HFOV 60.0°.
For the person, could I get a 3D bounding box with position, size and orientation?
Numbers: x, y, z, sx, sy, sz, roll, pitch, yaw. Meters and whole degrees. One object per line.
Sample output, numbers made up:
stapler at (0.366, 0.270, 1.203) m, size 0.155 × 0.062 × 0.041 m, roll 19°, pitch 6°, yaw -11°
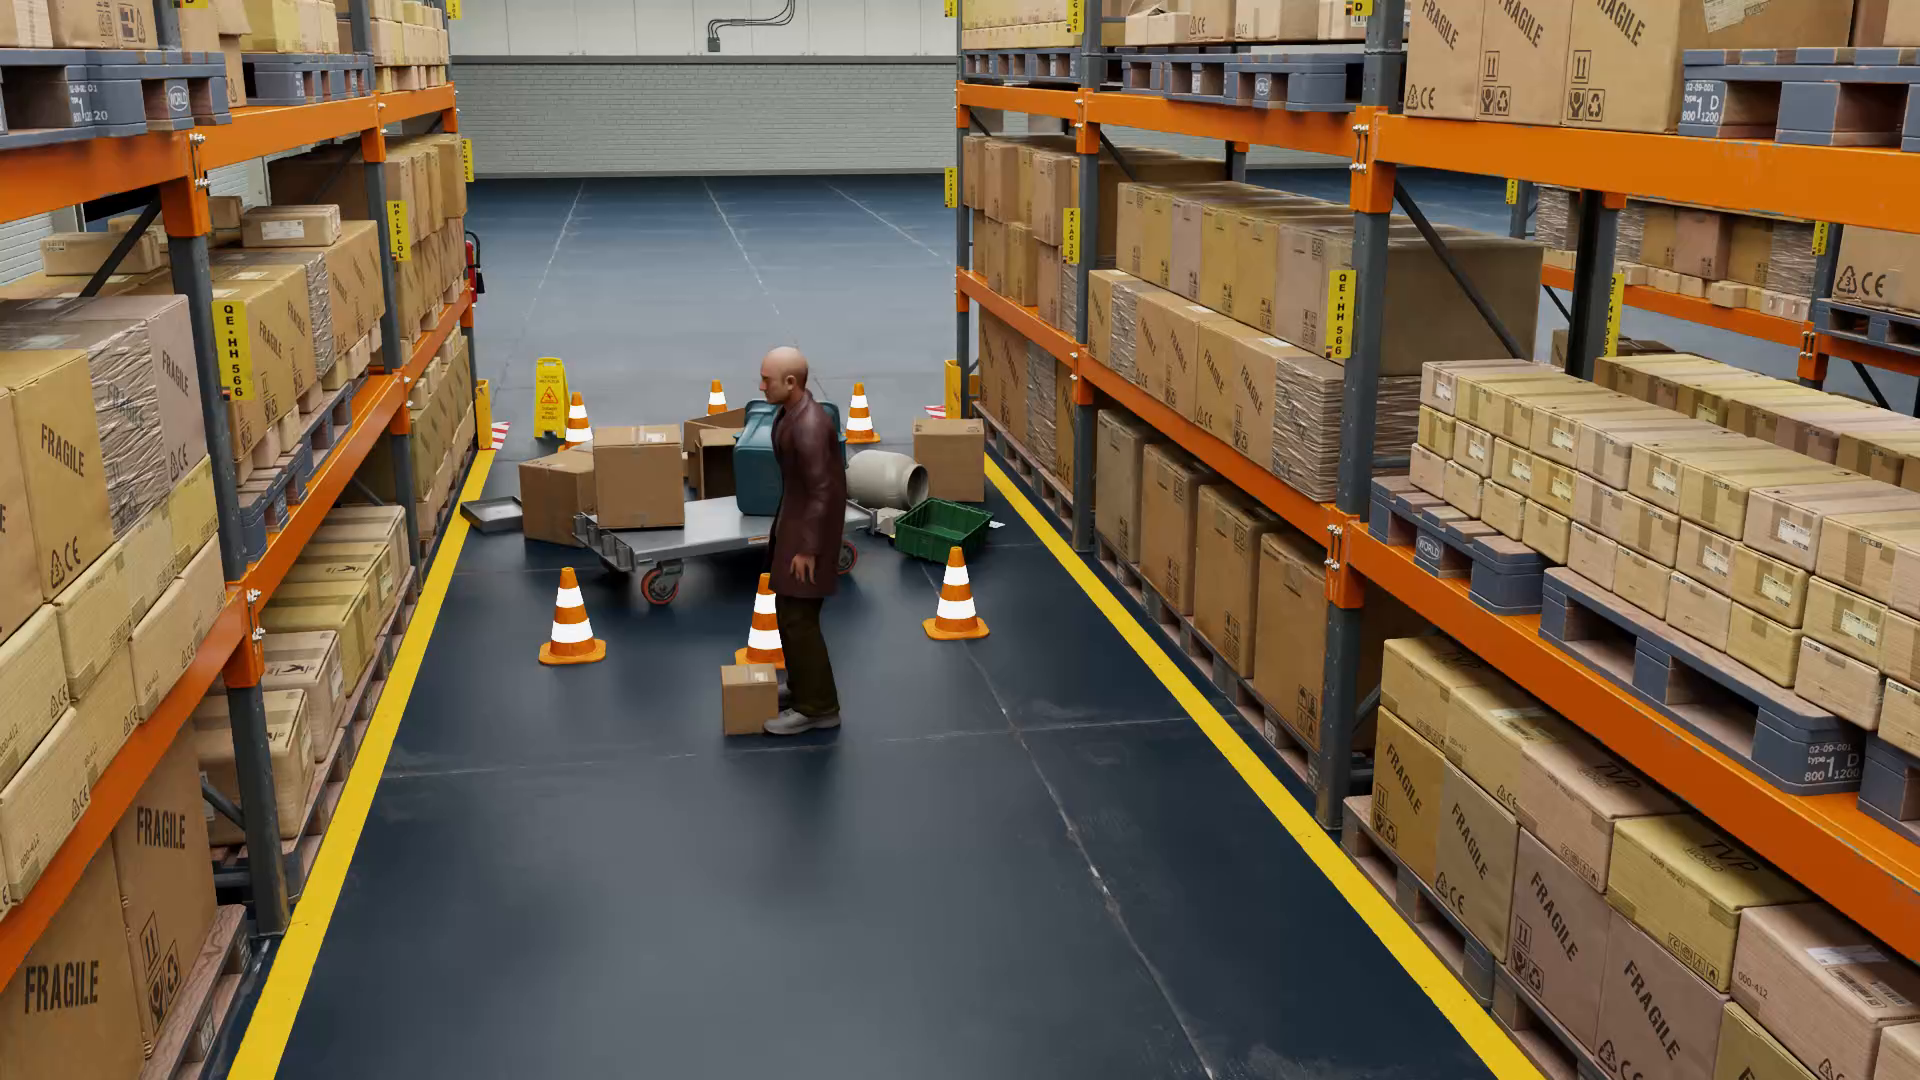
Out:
person at (-0.732, -0.006, 7.584) m, size 0.429 × 1.772 × 0.644 m, roll -4°, pitch 17°, yaw -13°
